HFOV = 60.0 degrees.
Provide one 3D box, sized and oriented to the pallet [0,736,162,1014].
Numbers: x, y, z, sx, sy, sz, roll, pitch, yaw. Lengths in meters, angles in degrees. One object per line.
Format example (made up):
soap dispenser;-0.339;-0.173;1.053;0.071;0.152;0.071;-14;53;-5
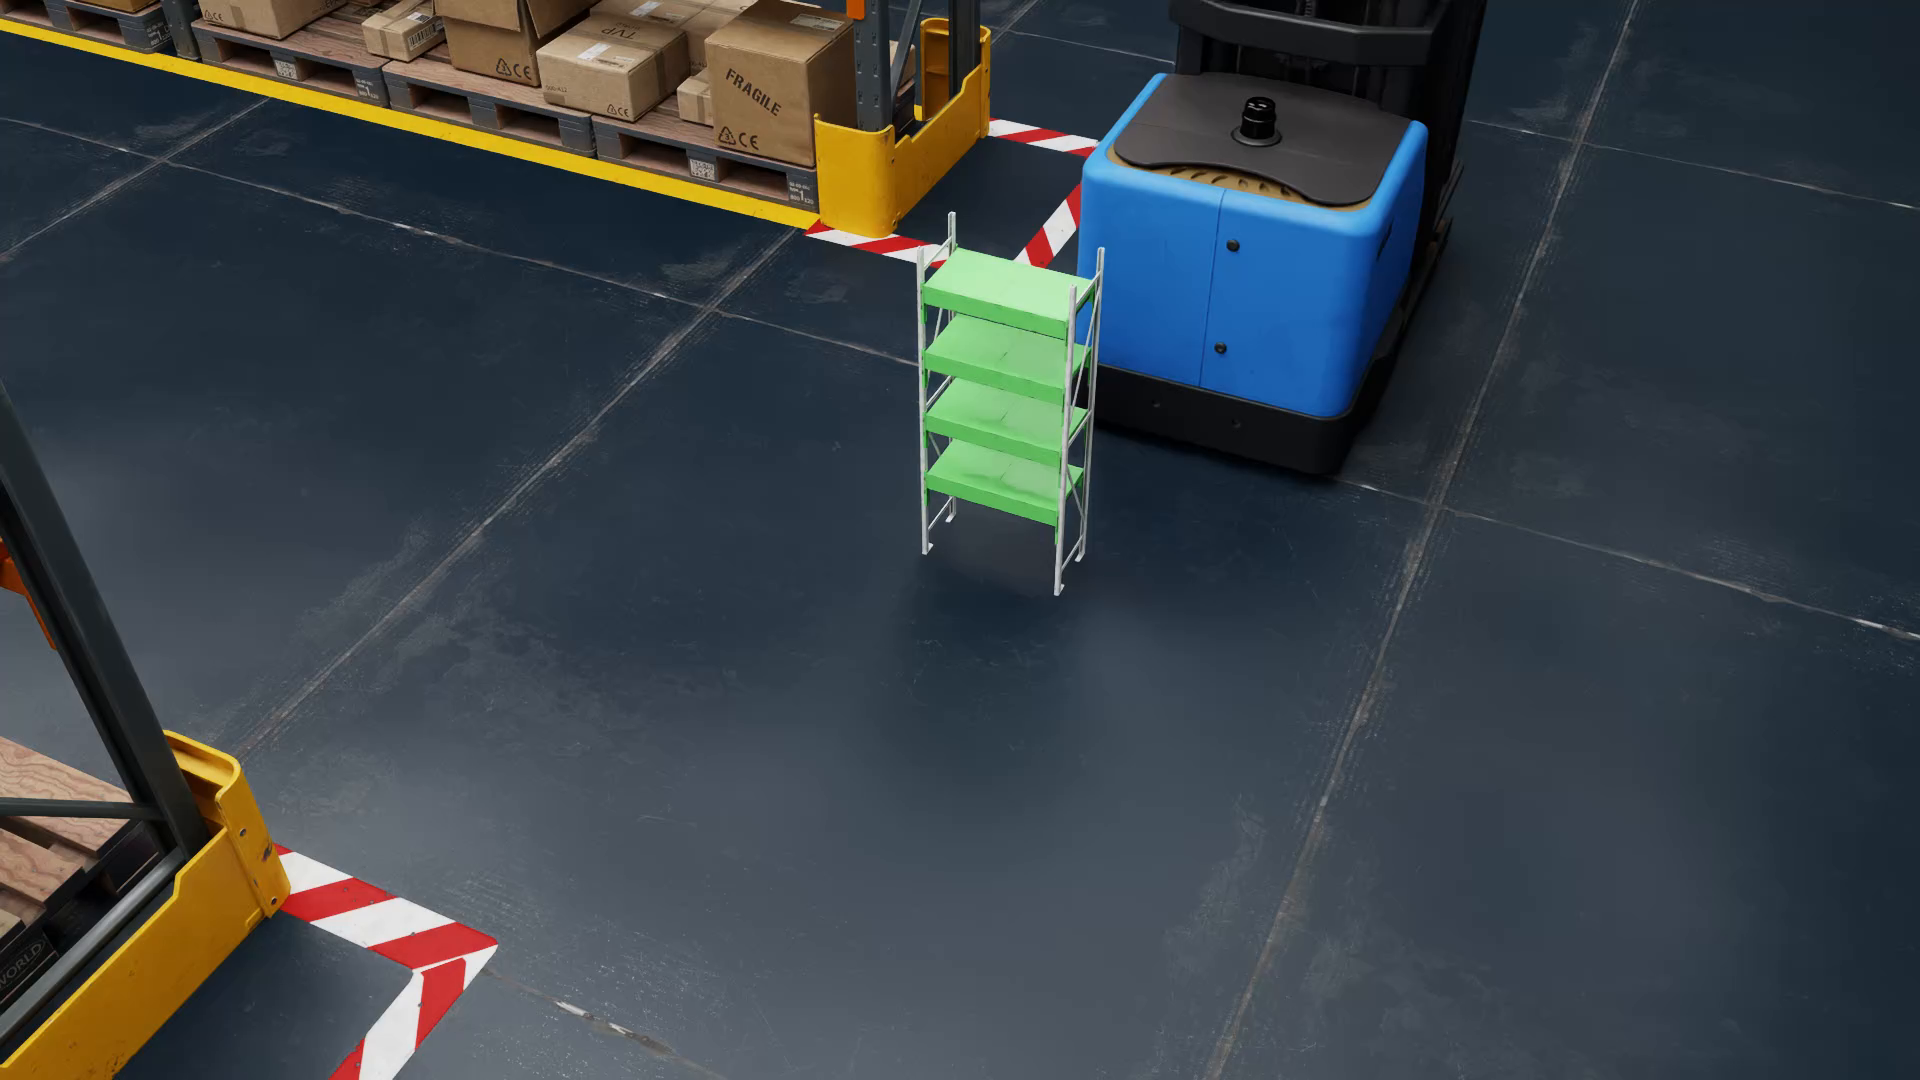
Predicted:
pallet;-2.999;0.931;4.515;1.213;0.211;1.003;17;44;19

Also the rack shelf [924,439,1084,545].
rack shelf;0.150;-0.178;5.503;0.480;0.148;0.258;17;44;19

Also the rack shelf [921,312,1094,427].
rack shelf;0.150;-0.541;5.189;0.480;0.148;0.258;17;44;19

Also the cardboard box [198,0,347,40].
cardboard box;-3.506;-2.824;8.434;0.500;0.311;0.500;17;44;19

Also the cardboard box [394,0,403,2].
cardboard box;-2.794;-2.949;8.703;0.250;0.149;0.380;17;44;19

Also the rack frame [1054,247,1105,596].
rack frame;0.371;-0.340;5.226;0.015;1.200;0.240;17;44;19

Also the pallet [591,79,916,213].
pallet;-0.962;-1.998;7.894;1.213;0.211;1.003;17;44;19

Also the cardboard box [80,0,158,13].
cardboard box;-4.364;-3.106;8.616;0.500;0.500;0.500;17;44;18

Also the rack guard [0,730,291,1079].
rack guard;-2.241;1.072;4.131;0.348;0.500;1.175;17;44;19

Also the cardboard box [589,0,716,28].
cardboard box;-1.450;-2.533;8.146;0.500;0.250;0.500;17;44;19

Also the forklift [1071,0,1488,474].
forklift;1.460;-2.311;6.179;1.130;2.935;3.031;16;43;18

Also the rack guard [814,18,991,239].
rack guard;-0.239;-1.887;7.545;0.348;0.500;1.175;17;44;19

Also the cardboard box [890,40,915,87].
cardboard box;-0.405;-2.219;7.861;0.250;0.149;0.380;17;44;19

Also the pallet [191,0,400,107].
pallet;-3.173;-2.673;8.673;1.213;0.211;1.003;17;44;19

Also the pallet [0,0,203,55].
pallet;-4.549;-3.067;9.127;1.213;0.211;1.003;17;44;19

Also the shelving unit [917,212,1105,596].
shelving unit;0.150;-0.408;5.304;0.503;1.200;0.258;17;44;19

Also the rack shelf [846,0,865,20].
rack shelf;-1.983;-3.092;7.577;4.000;0.370;1.077;17;44;19

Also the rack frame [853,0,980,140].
rack frame;-0.171;-2.810;6.702;0.127;3.000;1.000;17;44;19

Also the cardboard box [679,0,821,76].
cardboard box;-0.996;-2.395;7.986;0.500;0.250;0.500;17;44;19

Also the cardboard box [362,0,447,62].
cardboard box;-2.718;-2.535;8.212;0.250;0.166;0.380;17;44;19

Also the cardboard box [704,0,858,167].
cardboard box;-0.767;-2.036;7.382;0.500;0.500;0.500;17;44;19

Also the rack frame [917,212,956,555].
rack frame;-0.071;-0.475;5.382;0.015;1.200;0.240;17;44;19

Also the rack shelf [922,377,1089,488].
rack shelf;0.150;-0.359;5.346;0.480;0.148;0.258;17;44;19

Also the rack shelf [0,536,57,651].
rack shelf;-4.081;-0.153;4.186;4.000;0.370;1.077;17;44;19

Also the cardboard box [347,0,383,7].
cardboard box;-3.159;-3.150;8.667;0.500;0.500;0.500;17;44;19

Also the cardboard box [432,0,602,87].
cardboard box;-2.091;-2.624;8.057;0.637;0.503;0.797;17;44;19

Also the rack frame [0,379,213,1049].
rack frame;-2.268;0.129;3.311;0.127;3.000;1.000;17;44;19

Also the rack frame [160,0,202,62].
rack frame;-3.795;-3.918;7.980;0.127;3.000;1.000;17;44;19

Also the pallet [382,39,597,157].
pallet;-2.064;-2.336;8.285;1.213;0.211;1.003;17;44;19

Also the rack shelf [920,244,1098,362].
rack shelf;0.150;-0.722;5.032;0.480;0.148;0.258;17;44;19

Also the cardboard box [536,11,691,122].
cardboard box;-1.616;-2.223;7.788;0.500;0.250;0.500;17;44;19

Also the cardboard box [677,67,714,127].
cardboard box;-1.096;-2.076;7.682;0.250;0.166;0.380;17;44;19
